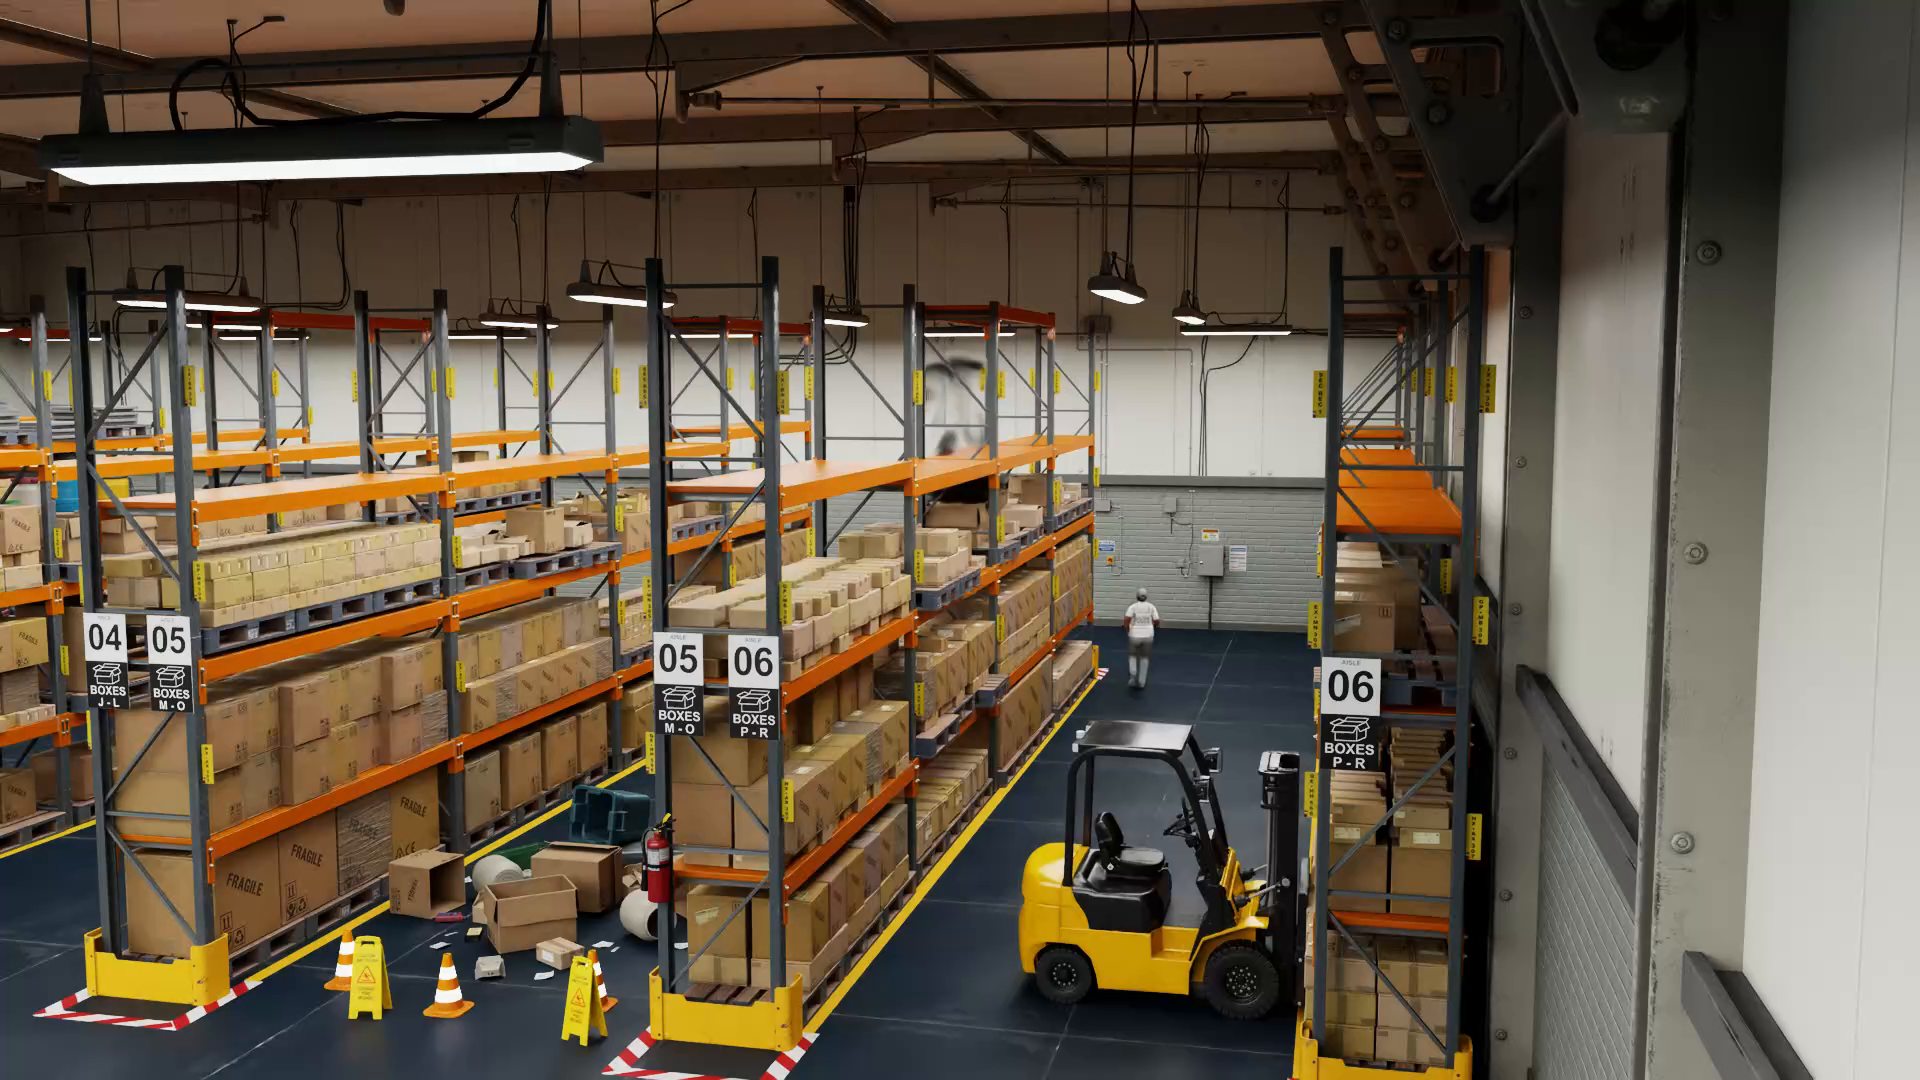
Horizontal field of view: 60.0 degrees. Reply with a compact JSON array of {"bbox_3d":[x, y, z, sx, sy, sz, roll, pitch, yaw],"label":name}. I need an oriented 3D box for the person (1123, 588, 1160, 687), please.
[{"bbox_3d":[2.963,1.597,27.269,0.605,1.631,0.564,0,6,1],"label":"person"}]
